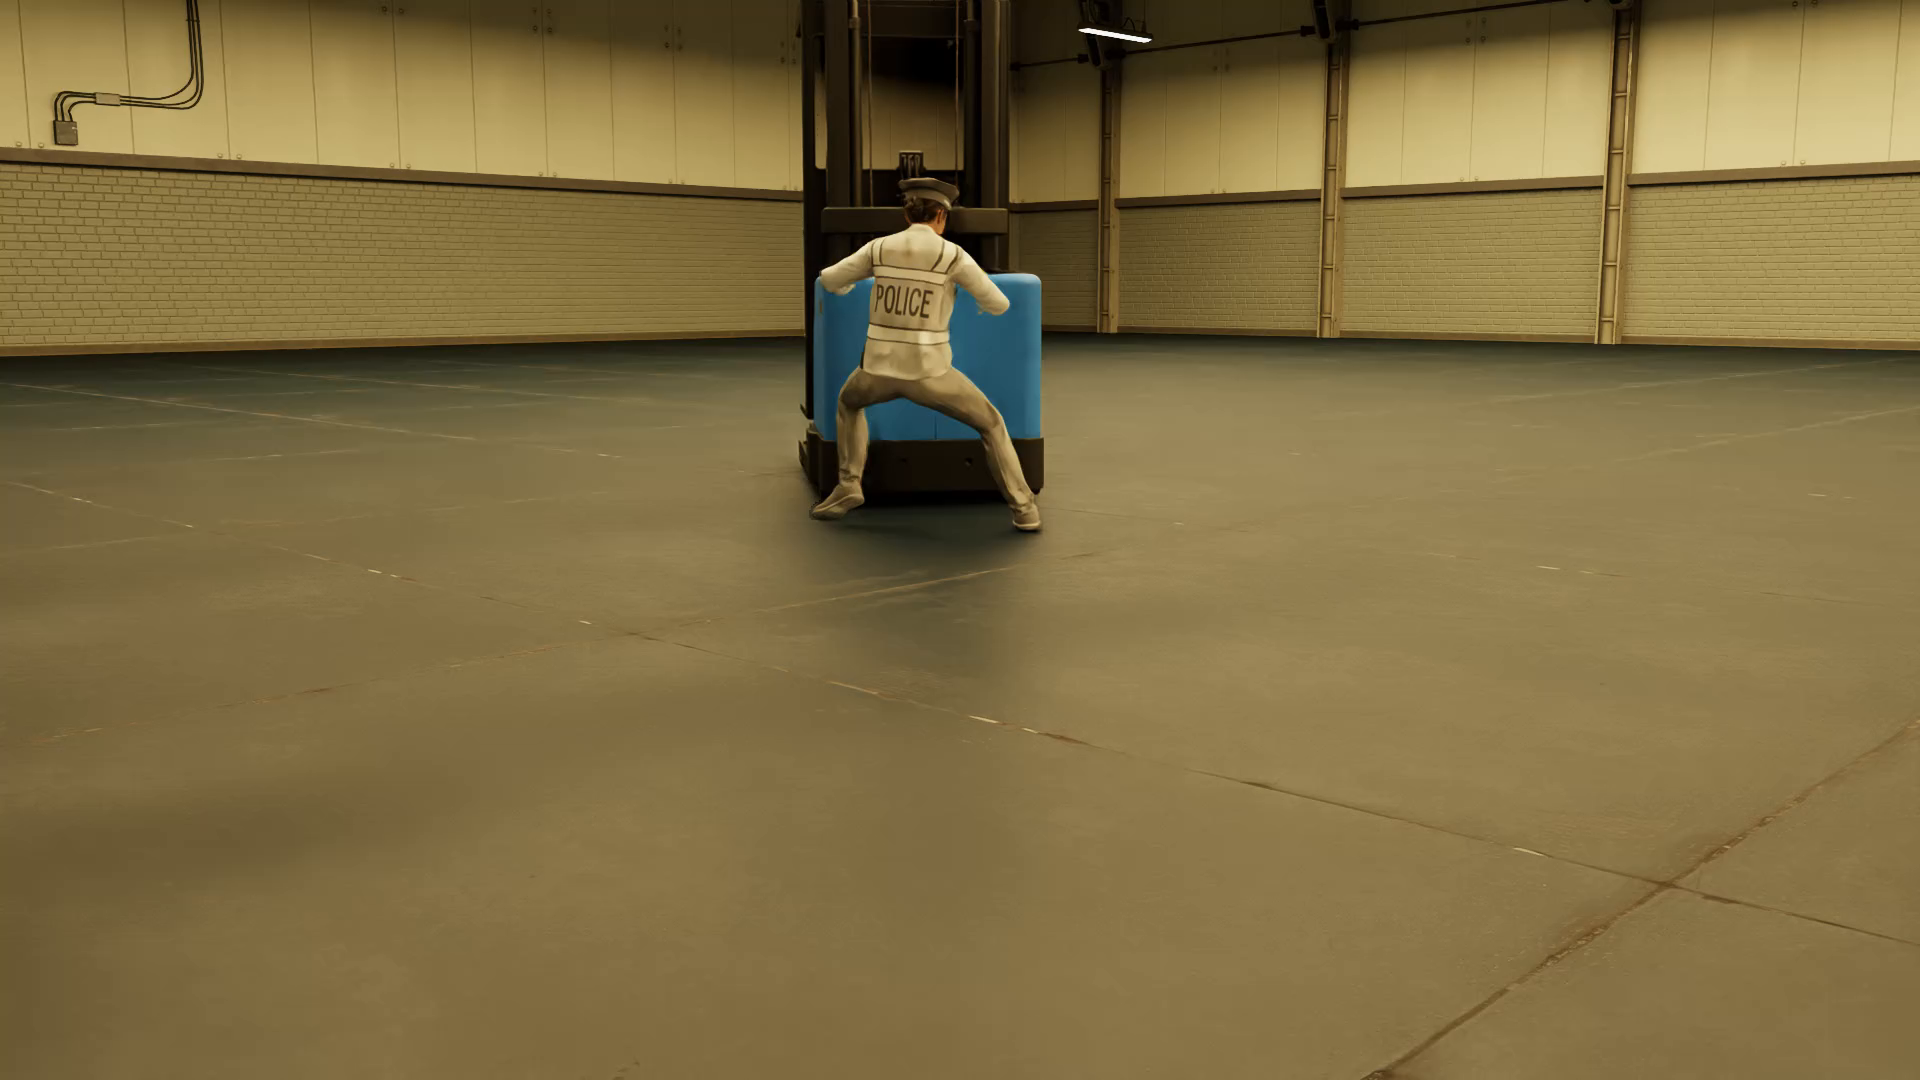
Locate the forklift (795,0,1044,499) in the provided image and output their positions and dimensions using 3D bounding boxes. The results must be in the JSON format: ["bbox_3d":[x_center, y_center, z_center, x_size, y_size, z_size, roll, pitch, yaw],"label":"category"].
[{"bbox_3d":[-0.316,-1.828,9.012,1.130,2.935,3.031,-1,9,-8],"label":"forklift"}]

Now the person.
[{"bbox_3d":[-0.148,-0.769,6.973,0.990,1.445,0.691,3,9,17],"label":"person"}]
